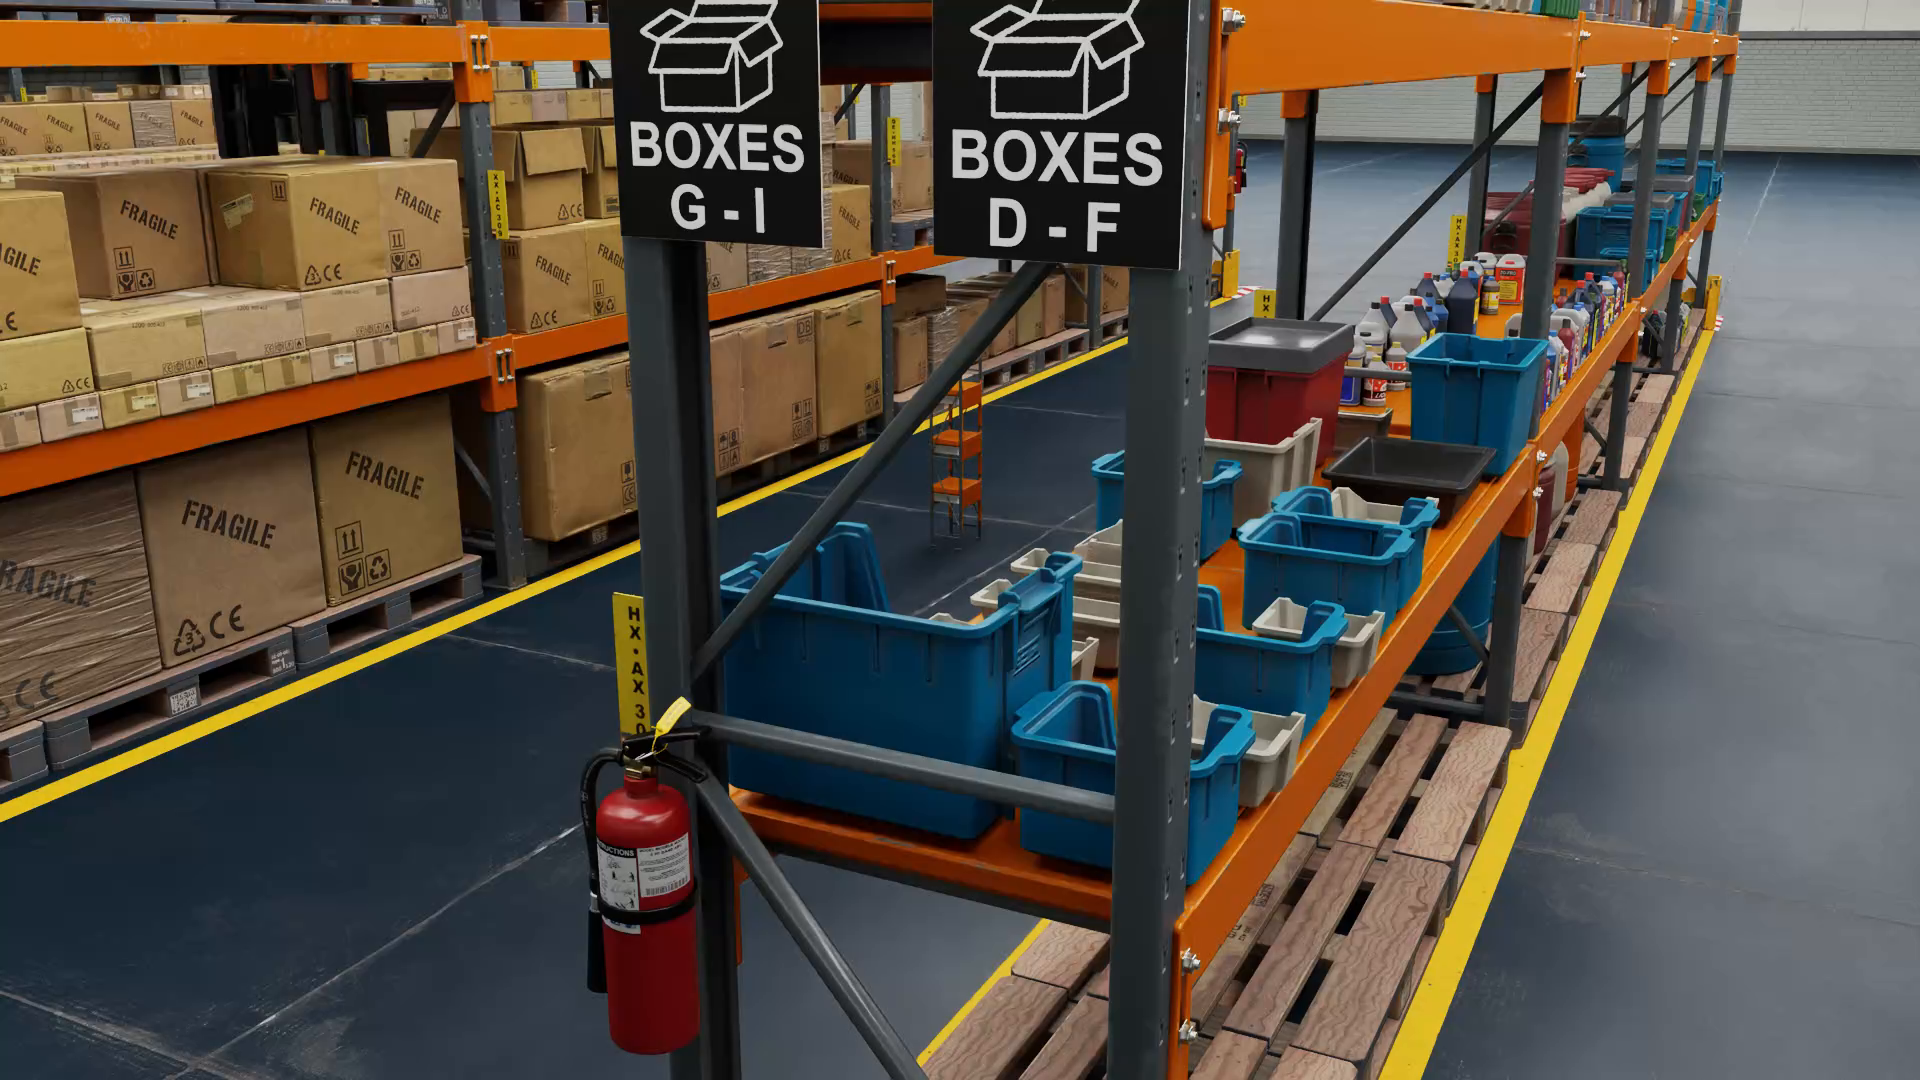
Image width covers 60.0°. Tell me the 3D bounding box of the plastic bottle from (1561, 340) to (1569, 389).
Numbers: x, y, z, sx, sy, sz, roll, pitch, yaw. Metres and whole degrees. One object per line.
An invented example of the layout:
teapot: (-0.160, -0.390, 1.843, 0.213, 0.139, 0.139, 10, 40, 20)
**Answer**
plastic bottle: (2.565, -0.759, 7.159, 0.097, 0.201, 0.097, 0, 17, 0)

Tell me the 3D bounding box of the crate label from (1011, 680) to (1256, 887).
crate label: (0.308, 0.434, 2.984, 0.416, 0.233, 0.303, 8, 18, 25)

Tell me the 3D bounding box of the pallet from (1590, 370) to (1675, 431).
pallet: (4.949, -1.112, 12.896, 1.003, 0.211, 1.213, 8, 18, 25)

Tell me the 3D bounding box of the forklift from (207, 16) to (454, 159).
forklift: (-4.005, -1.998, 11.103, 1.130, 2.935, 3.031, 8, 18, 25)

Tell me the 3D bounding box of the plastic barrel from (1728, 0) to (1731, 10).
plastic barrel: (6.949, -5.377, 15.600, 0.600, 0.830, 0.708, 8, 18, 25)

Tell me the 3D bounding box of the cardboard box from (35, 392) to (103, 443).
cardboard box: (-3.502, -0.483, 6.322, 0.380, 0.149, 0.250, 8, 18, 25)

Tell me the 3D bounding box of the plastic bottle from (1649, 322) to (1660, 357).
plastic bottle: (5.824, -1.687, 13.933, 0.061, 0.283, 0.133, 8, 18, 25)

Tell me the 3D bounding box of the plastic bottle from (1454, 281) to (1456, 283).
plastic bottle: (2.652, -1.292, 8.956, 0.097, 0.201, 0.097, 0, 17, 0)

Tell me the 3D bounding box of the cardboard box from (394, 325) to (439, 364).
cardboard box: (-2.699, -0.940, 7.863, 0.380, 0.149, 0.250, 8, 19, 26)

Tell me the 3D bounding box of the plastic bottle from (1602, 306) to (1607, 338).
plastic bottle: (3.203, -1.122, 8.384, 0.097, 0.201, 0.097, 0, 17, 0)

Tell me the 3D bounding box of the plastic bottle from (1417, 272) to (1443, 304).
plastic bottle: (2.300, -1.148, 8.209, 0.144, 0.351, 0.185, 8, 18, 25)

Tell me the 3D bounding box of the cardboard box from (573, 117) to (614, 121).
cardboard box: (-1.882, -2.272, 9.968, 0.797, 0.503, 0.637, 9, 19, 27)

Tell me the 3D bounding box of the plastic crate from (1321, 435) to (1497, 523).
plastic crate: (1.430, -0.193, 5.284, 0.437, 0.125, 0.590, 8, 18, 25)

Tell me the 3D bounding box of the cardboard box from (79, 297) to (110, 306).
cardboard box: (-3.866, -0.847, 6.848, 0.500, 0.250, 0.500, 8, 18, 25)

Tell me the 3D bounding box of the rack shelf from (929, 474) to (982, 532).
rack shelf: (-0.024, -0.213, 9.411, 0.215, 0.259, 0.240, 8, 18, 25)

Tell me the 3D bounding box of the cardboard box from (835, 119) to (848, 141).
cardboard box: (-1.896, -4.931, 20.593, 0.875, 0.550, 0.550, 8, 18, 25)

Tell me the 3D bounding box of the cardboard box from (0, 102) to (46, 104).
cardboard box: (-9.643, -4.201, 16.966, 0.500, 0.500, 0.500, 8, 18, 24)

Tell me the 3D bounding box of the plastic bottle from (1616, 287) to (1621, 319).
plastic bottle: (3.507, -1.296, 8.968, 0.097, 0.201, 0.097, 0, 17, 0)

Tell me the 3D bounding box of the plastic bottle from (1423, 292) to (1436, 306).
plastic bottle: (2.271, -1.069, 8.083, 0.097, 0.271, 0.097, 0, 17, 0)

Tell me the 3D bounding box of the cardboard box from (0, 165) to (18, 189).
cardboard box: (-6.426, -2.382, 10.935, 0.380, 0.149, 0.250, 9, 19, 27)

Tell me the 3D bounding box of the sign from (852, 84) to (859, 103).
sign: (-1.292, -5.555, 20.509, 0.100, 0.325, 0.005, 8, 18, 25)

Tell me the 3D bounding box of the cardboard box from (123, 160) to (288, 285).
cardboard box: (-3.411, -1.462, 7.602, 0.500, 0.500, 0.500, 8, 18, 25)

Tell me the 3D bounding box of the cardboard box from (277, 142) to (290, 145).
cardboard box: (-5.727, -3.193, 13.666, 0.380, 0.149, 0.250, 8, 18, 25)

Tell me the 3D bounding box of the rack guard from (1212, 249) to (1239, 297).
rack guard: (2.587, -3.085, 19.032, 1.175, 0.500, 0.348, 8, 18, 25)

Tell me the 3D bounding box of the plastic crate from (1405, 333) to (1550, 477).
plastic crate: (1.787, -0.474, 5.776, 0.392, 0.384, 0.575, 8, 18, 25)

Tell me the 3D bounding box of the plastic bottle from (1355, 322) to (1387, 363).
plastic bottle: (1.740, -0.791, 7.136, 0.152, 0.276, 0.135, 8, 18, 25)

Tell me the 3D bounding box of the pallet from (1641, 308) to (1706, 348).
pallet: (6.693, -2.104, 16.237, 1.003, 0.211, 1.213, 8, 18, 25)

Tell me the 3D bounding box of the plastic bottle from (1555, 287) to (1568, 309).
plastic bottle: (2.956, -1.101, 8.169, 0.061, 0.283, 0.133, 8, 18, 25)

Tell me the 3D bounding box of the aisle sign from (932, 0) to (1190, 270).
aisle sign: (0.136, -0.787, 2.339, 0.394, 0.787, 0.004, 8, 18, 25)

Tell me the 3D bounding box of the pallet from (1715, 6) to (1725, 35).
pallet: (5.500, -4.197, 13.450, 1.213, 0.211, 1.003, 8, 18, 25)

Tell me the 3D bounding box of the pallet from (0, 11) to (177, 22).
pallet: (-6.301, -3.659, 11.636, 1.213, 0.211, 1.003, 8, 18, 25)

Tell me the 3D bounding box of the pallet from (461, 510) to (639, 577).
pallet: (-2.463, -0.115, 9.541, 1.003, 0.211, 1.213, 8, 18, 25)

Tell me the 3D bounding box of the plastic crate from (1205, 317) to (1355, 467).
plastic crate: (1.067, -0.479, 5.653, 0.402, 0.464, 0.583, 8, 18, 25)

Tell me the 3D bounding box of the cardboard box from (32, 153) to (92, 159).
cardboard box: (-6.545, -2.727, 12.098, 0.380, 0.149, 0.250, 7, 18, 23)

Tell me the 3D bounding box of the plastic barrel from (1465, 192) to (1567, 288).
plastic barrel: (3.414, -1.856, 10.267, 0.600, 0.536, 0.708, 8, 18, 25)

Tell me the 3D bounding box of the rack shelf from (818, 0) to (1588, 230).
rack shelf: (0.796, -1.199, 4.289, 1.077, 0.370, 4.000, 8, 18, 25)

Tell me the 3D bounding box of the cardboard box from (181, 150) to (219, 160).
cardboard box: (-5.615, -2.845, 12.492, 0.380, 0.149, 0.250, 8, 18, 25)

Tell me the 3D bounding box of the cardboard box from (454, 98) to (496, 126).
cardboard box: (-4.684, -3.822, 15.191, 0.700, 0.500, 0.500, 8, 18, 25)

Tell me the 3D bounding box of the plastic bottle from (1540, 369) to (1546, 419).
plastic bottle: (2.236, -0.599, 6.477, 0.061, 0.283, 0.133, 8, 18, 25)

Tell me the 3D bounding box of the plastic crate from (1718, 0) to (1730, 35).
plastic crate: (6.470, -4.578, 14.430, 0.392, 0.384, 0.575, 8, 18, 25)

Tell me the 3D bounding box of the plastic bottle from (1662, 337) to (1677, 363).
plastic bottle: (5.799, -1.582, 13.601, 0.097, 0.271, 0.097, 0, 17, 0)

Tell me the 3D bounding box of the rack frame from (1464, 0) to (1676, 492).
rack frame: (3.478, -1.634, 9.759, 1.000, 3.000, 0.127, 8, 18, 25)

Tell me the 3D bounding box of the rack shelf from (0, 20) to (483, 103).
rack shelf: (-3.634, -1.829, 6.410, 1.077, 0.370, 4.000, 8, 18, 25)

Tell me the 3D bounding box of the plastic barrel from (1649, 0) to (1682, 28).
plastic barrel: (3.890, -3.166, 9.451, 0.421, 0.512, 0.421, 0, 17, 0)

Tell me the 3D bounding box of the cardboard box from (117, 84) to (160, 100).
cardboard box: (-8.952, -4.882, 18.119, 0.380, 0.149, 0.250, 9, 19, 28)

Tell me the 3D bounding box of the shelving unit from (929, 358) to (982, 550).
shelving unit: (-0.024, -0.490, 9.329, 0.215, 1.050, 0.252, 8, 18, 25)

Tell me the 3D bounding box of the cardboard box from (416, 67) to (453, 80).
cardboard box: (-6.646, -5.804, 21.343, 0.700, 0.500, 0.500, 8, 18, 25)

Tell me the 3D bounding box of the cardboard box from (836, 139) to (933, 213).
cardboard box: (-0.588, -2.811, 12.808, 0.700, 0.500, 0.500, 11, 20, 33)

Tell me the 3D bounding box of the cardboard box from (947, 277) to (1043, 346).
cardboard box: (0.310, -2.023, 14.686, 0.700, 0.500, 0.500, 8, 18, 25)

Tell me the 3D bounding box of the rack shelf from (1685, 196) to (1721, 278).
rack shelf: (6.159, -2.818, 15.007, 1.077, 0.370, 4.000, 8, 18, 25)

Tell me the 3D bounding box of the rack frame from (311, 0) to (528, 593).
rack frame: (-2.741, -1.246, 8.450, 1.000, 3.000, 0.127, 8, 18, 25)

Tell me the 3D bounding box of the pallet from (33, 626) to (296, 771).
pallet: (-3.695, 0.587, 7.178, 1.003, 0.211, 1.213, 8, 18, 25)

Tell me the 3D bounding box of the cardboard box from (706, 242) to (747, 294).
cardboard box: (-1.638, -1.767, 10.029, 0.500, 0.500, 0.500, 8, 19, 26)
